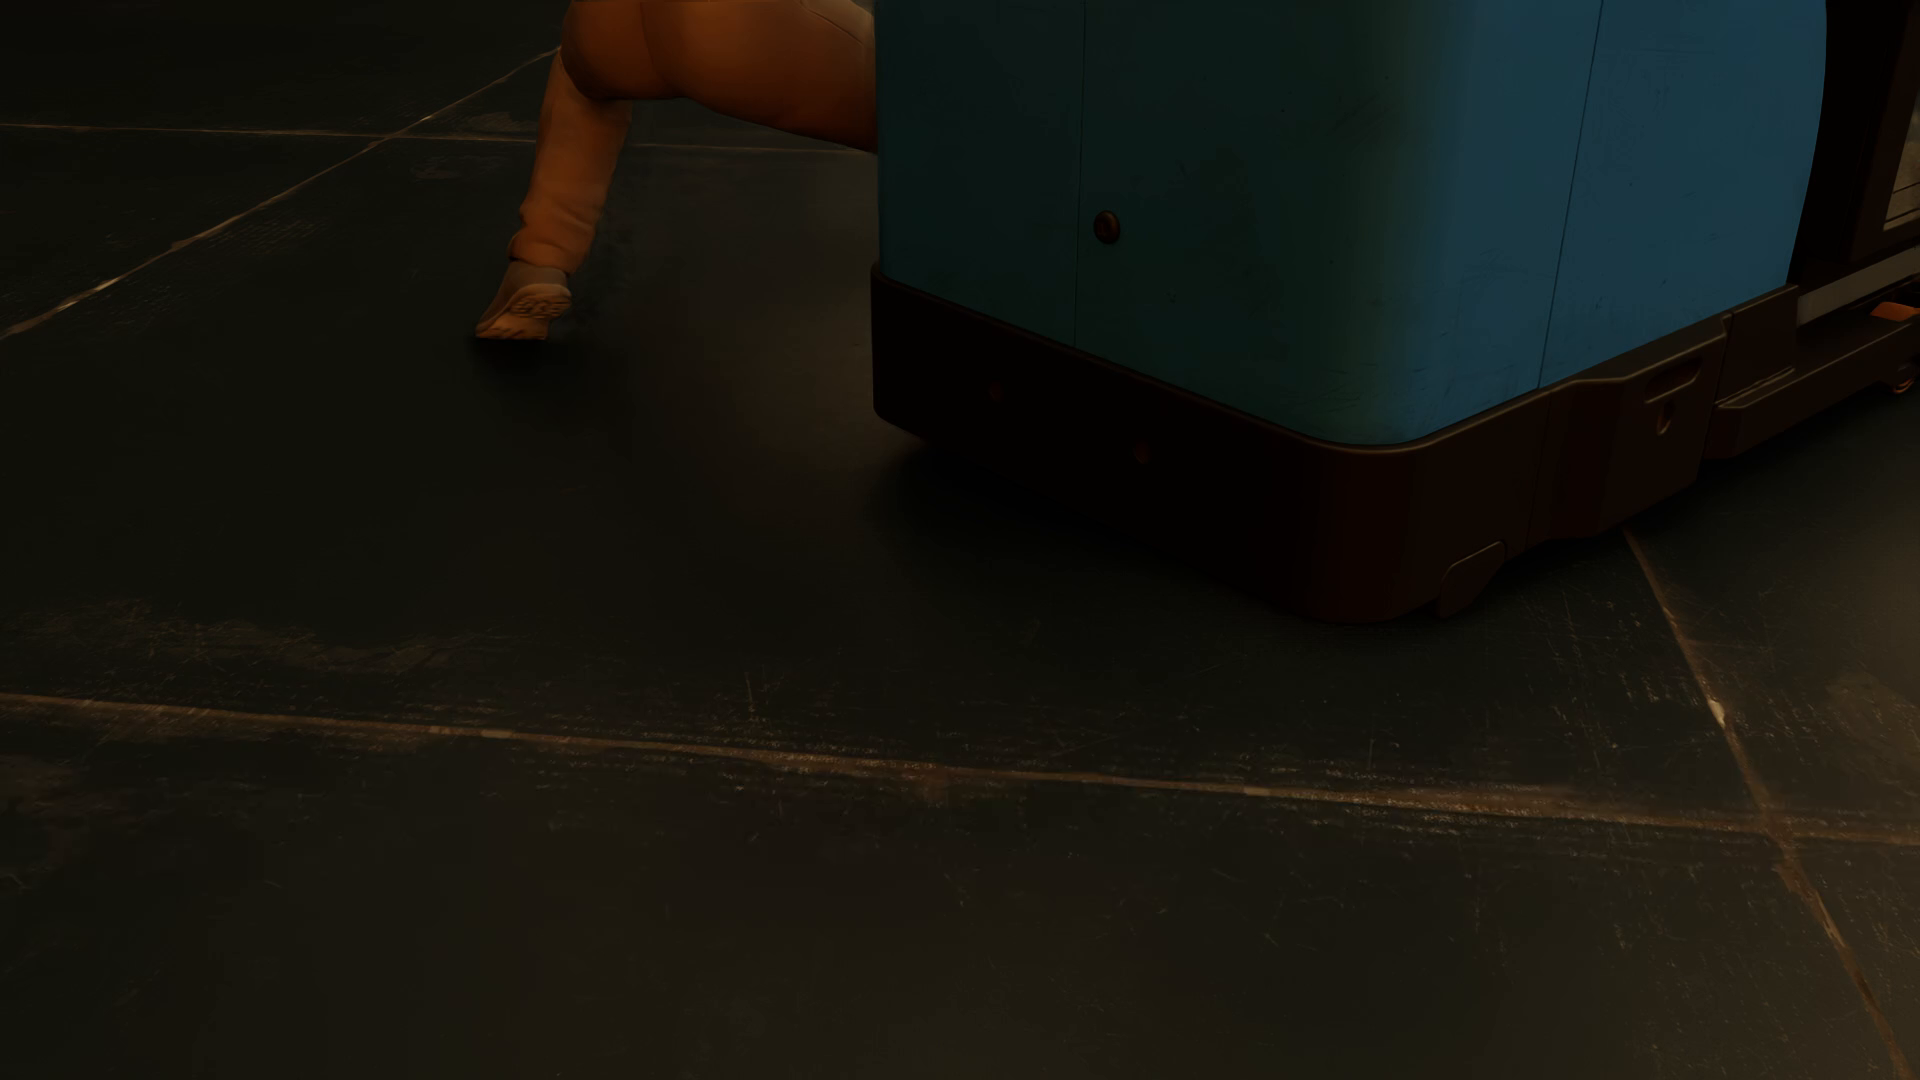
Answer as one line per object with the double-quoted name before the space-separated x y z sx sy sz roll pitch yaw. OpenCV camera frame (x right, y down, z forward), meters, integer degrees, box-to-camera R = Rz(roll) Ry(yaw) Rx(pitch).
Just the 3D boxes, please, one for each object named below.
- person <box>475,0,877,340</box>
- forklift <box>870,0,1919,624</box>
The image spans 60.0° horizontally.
"person" -0.363 -1.012 2.904 1.167 1.532 0.673 14 30 26
"forklift" 1.305 -1.736 2.697 3.031 2.935 1.130 -21 33 -35
